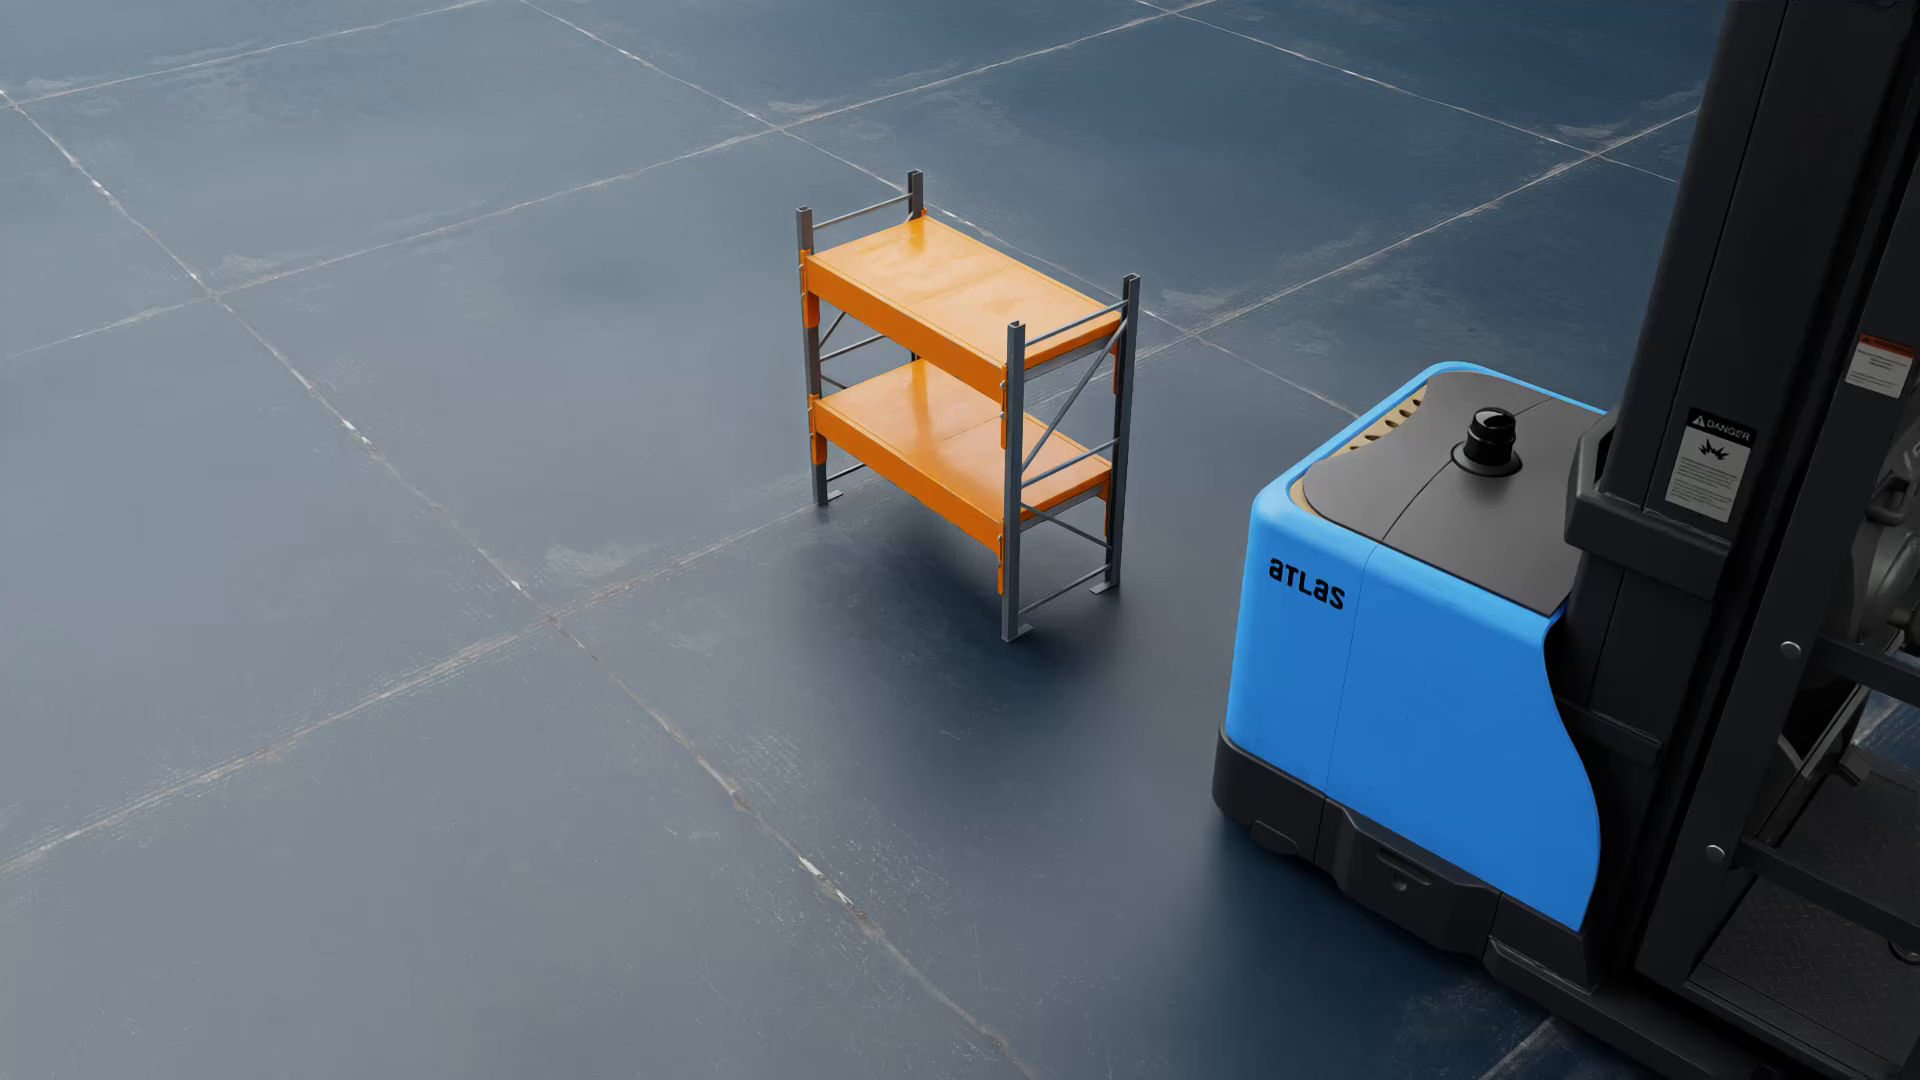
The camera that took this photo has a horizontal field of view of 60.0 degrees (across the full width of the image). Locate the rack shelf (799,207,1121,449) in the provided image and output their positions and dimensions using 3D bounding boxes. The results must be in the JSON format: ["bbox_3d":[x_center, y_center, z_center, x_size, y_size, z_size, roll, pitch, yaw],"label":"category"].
[{"bbox_3d":[0.004,-0.695,5.252,0.538,0.278,1.000,-26,43,-32],"label":"rack shelf"}]

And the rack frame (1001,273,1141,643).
[{"bbox_3d":[0.332,-0.232,5.104,0.500,1.125,0.032,-26,43,-32],"label":"rack frame"}]

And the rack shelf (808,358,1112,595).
[{"bbox_3d":[0.004,-0.257,5.562,0.538,0.278,1.000,-26,43,-32],"label":"rack shelf"}]

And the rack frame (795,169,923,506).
[{"bbox_3d":[-0.324,-0.680,5.738,0.500,1.125,0.032,-26,43,-32],"label":"rack frame"}]

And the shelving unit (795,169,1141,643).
[{"bbox_3d":[0.004,-0.456,5.421,0.538,1.125,1.048,-26,43,-32],"label":"shelving unit"}]

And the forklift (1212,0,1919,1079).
[{"bbox_3d":[2.132,-0.062,3.302,3.031,2.935,1.130,28,44,33],"label":"forklift"}]
